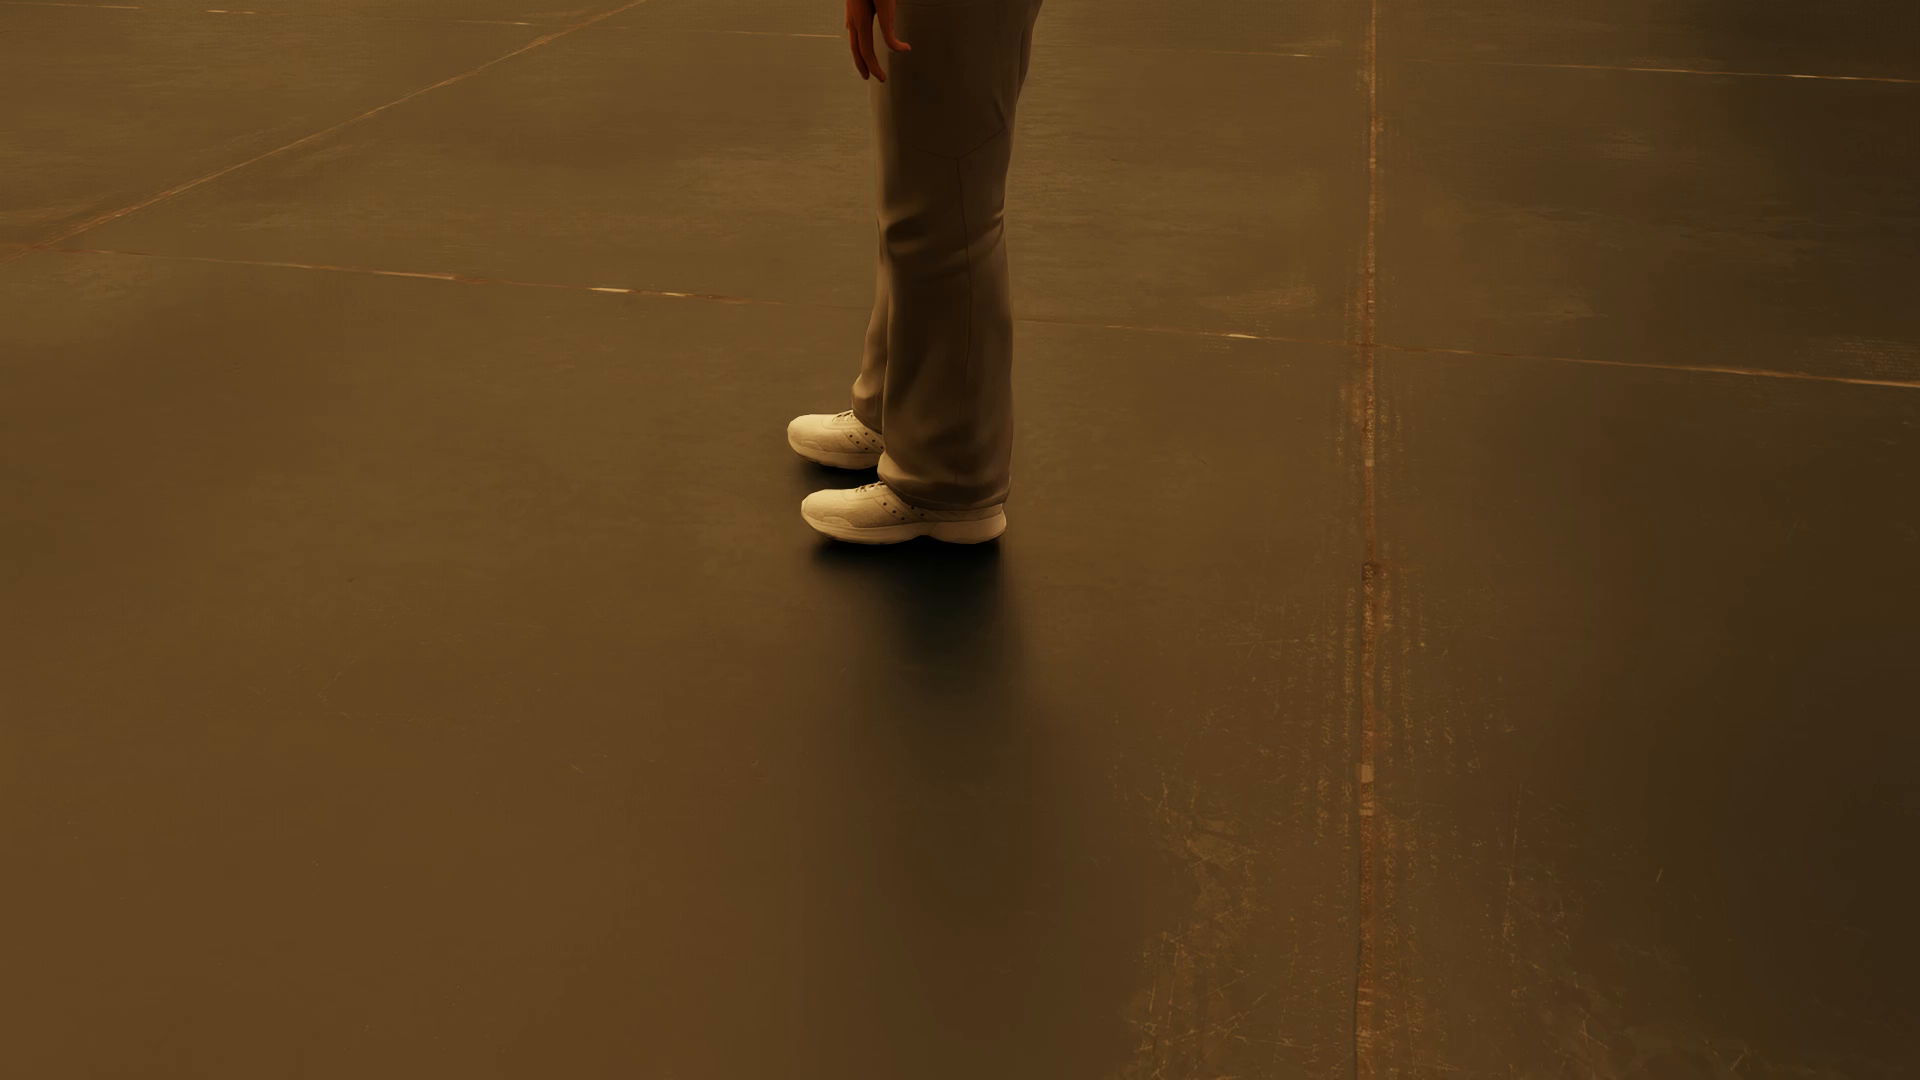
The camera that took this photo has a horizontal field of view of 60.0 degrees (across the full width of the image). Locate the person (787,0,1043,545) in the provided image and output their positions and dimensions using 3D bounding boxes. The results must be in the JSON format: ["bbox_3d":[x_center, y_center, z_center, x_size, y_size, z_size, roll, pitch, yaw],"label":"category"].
[{"bbox_3d":[-0.069,-0.768,2.146,0.548,1.673,0.549,6,27,11],"label":"person"}]
